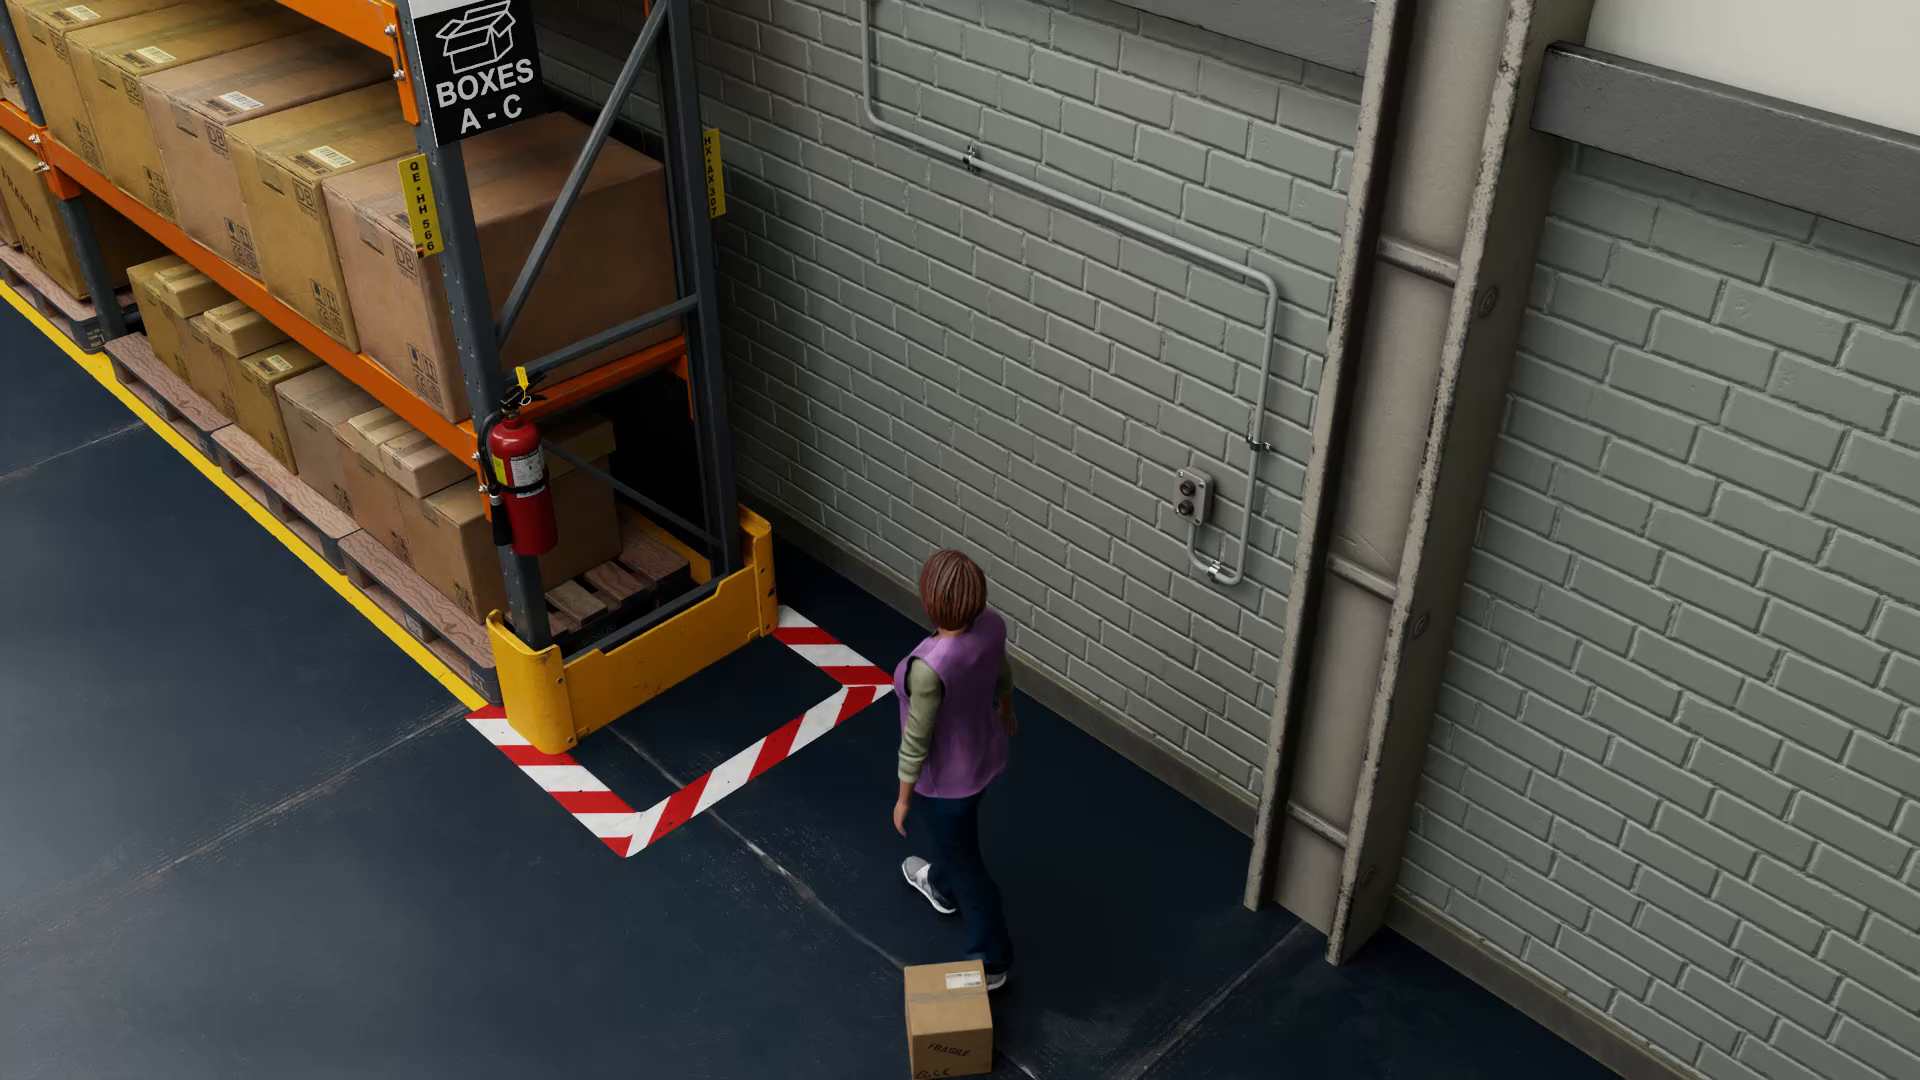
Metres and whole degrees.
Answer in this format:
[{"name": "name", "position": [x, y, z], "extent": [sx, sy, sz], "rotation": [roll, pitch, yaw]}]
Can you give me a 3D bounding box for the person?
[{"name": "person", "position": [-0.022, 0.684, 5.195], "extent": [0.581, 1.572, 0.607], "rotation": [21, 41, 26]}]
